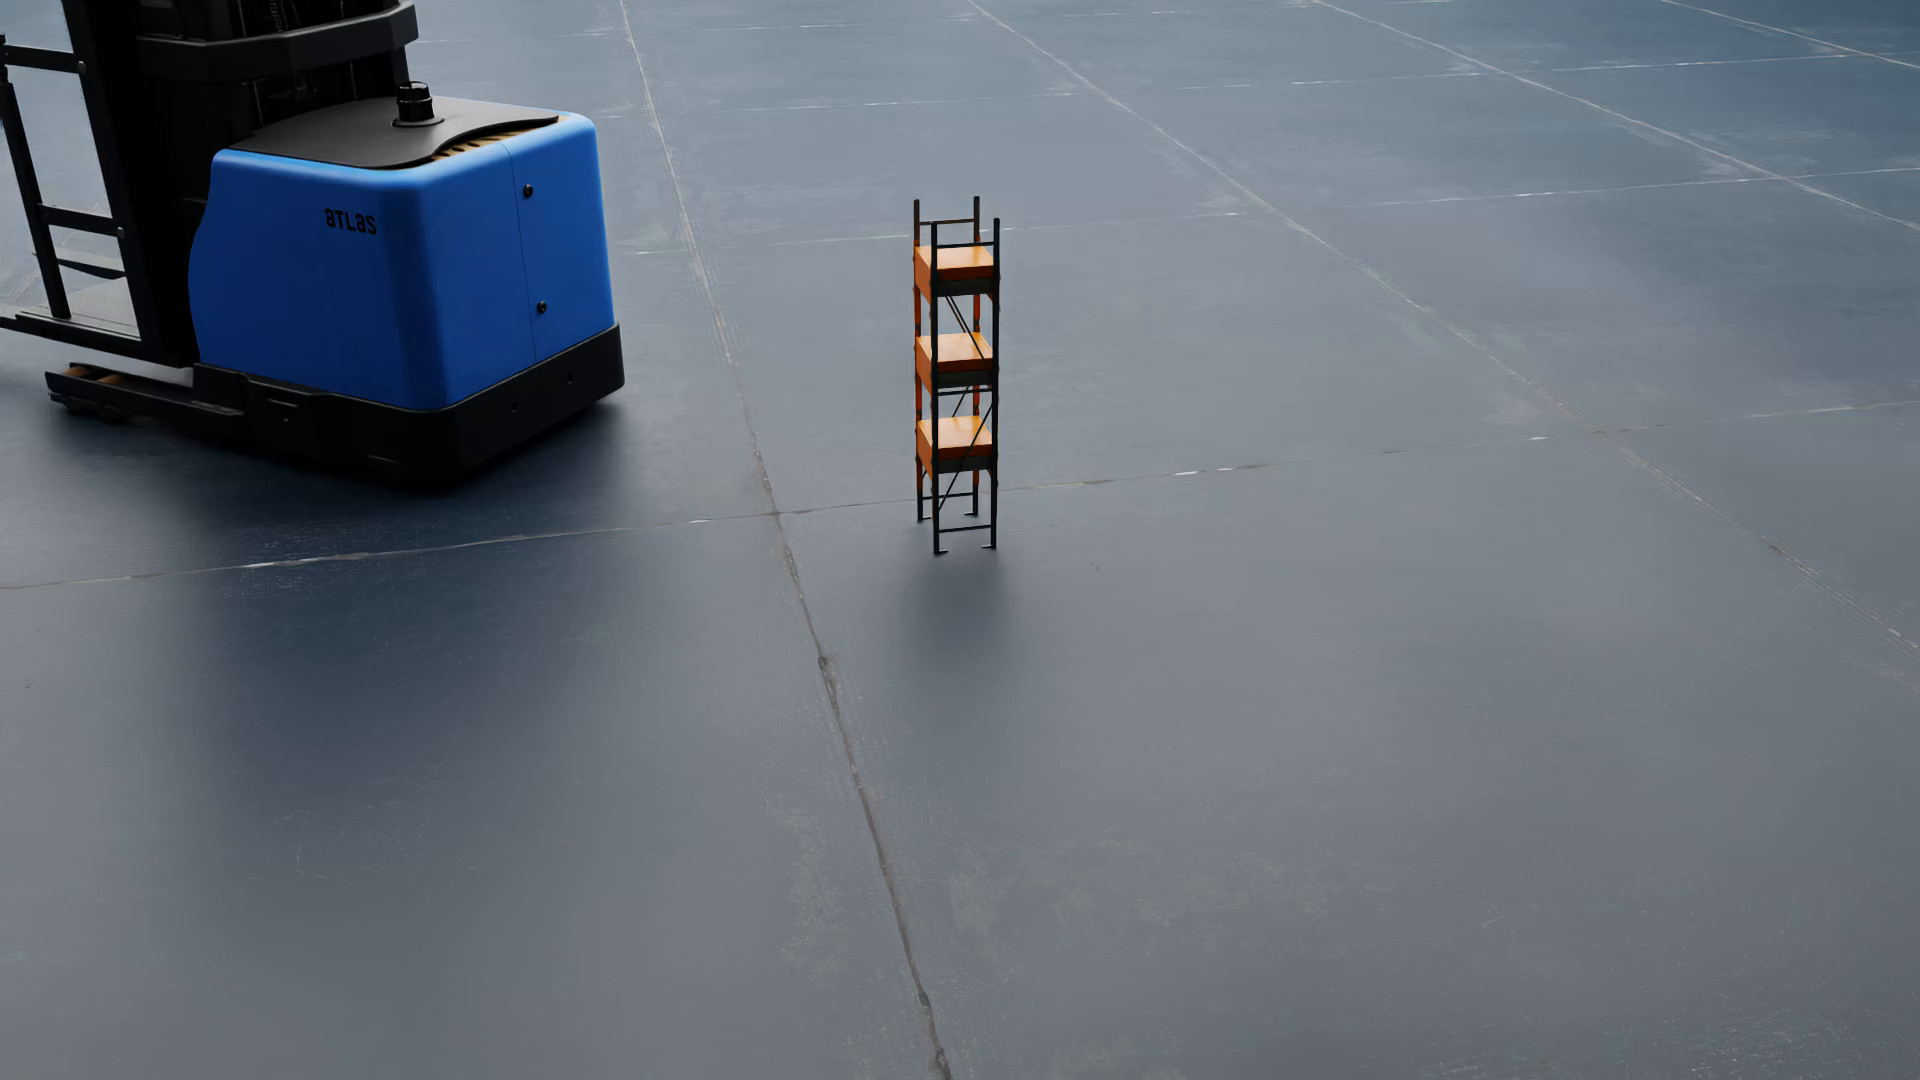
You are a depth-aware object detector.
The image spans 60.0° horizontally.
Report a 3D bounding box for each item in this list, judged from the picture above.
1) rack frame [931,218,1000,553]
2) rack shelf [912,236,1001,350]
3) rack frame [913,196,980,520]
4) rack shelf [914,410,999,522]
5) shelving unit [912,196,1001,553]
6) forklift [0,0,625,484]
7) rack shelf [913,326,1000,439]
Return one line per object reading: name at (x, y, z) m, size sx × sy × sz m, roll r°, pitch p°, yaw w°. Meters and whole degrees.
rack frame at (0.015, -0.439, 4.954) m, size 0.200 × 1.050 × 0.008 m, roll -6°, pitch 27°, yaw -12°
rack shelf at (-0.012, -0.736, 4.937) m, size 0.215 × 0.259 × 0.240 m, roll -6°, pitch 27°, yaw -12°
rack frame at (-0.040, -0.546, 5.166) m, size 0.200 × 1.050 × 0.008 m, roll -6°, pitch 27°, yaw -12°
rack shelf at (-0.012, -0.235, 5.190) m, size 0.215 × 0.259 × 0.240 m, roll -6°, pitch 27°, yaw -12°
shelving unit at (-0.012, -0.492, 5.060) m, size 0.215 × 1.050 × 0.252 m, roll -6°, pitch 27°, yaw -12°
forklift at (-2.813, -1.944, 5.850) m, size 3.031 × 2.935 × 1.130 m, roll 13°, pitch 29°, yaw 24°
rack shelf at (-0.012, -0.483, 5.065) m, size 0.215 × 0.259 × 0.240 m, roll -6°, pitch 27°, yaw -12°
